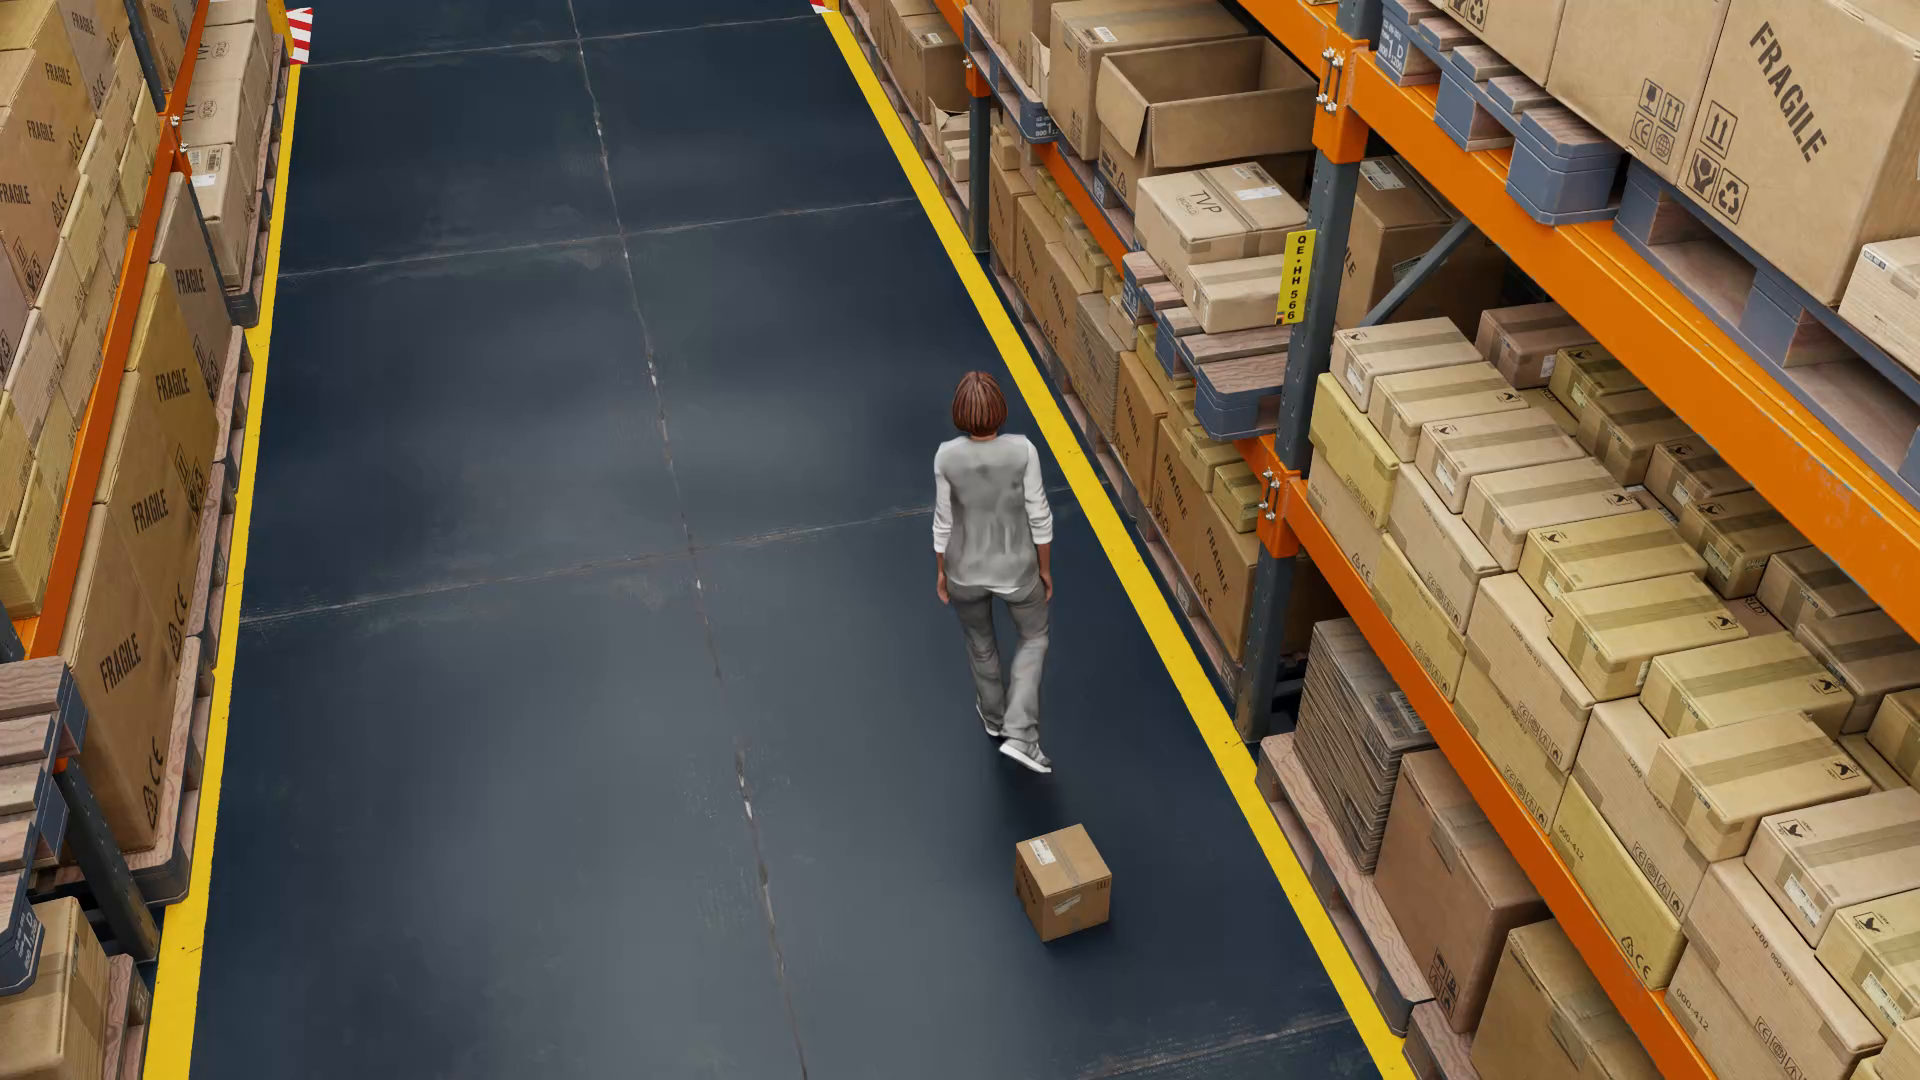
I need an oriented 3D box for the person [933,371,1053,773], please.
[{"bbox_3d":[0.123,0.180,5.934,0.449,1.578,0.596,1,39,2],"label":"person"}]
